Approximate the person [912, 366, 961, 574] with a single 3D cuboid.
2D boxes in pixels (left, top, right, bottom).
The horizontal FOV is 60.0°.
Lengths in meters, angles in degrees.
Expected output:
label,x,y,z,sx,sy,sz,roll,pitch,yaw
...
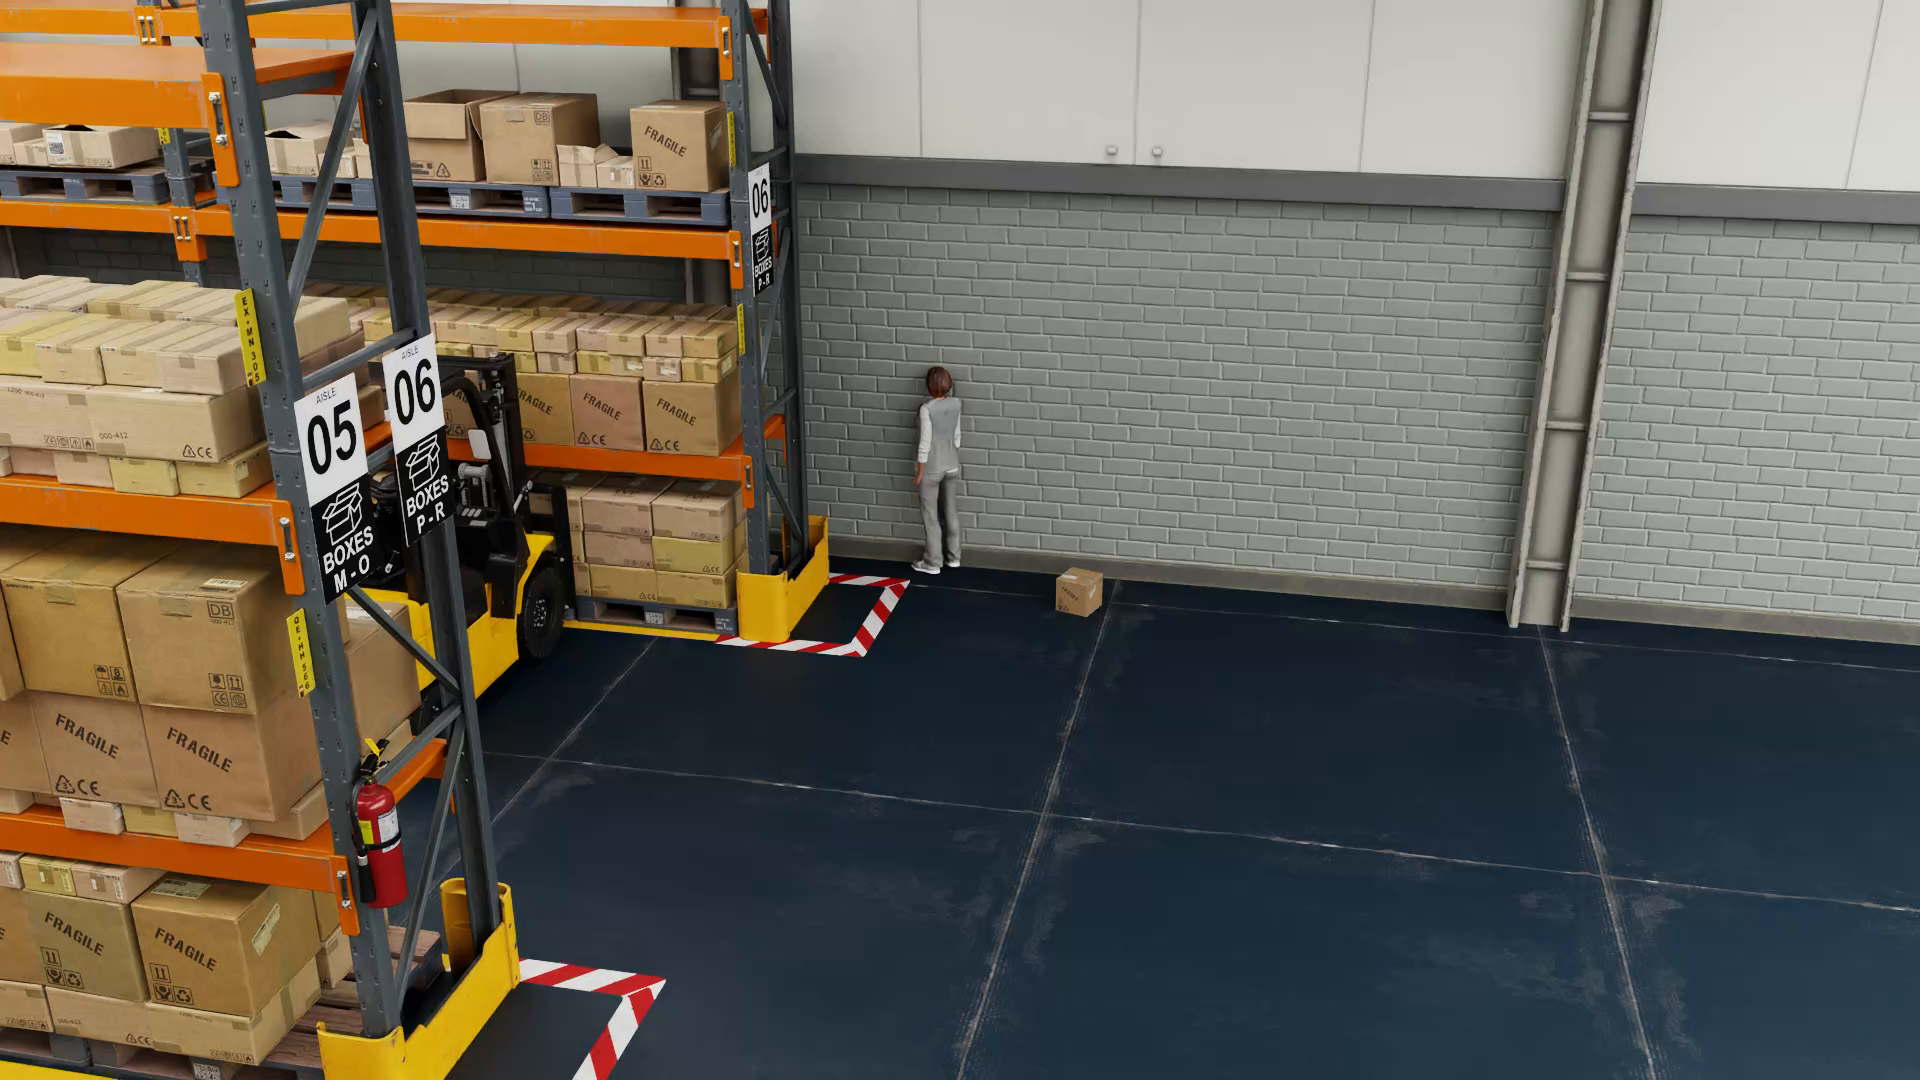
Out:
label,x,y,z,sx,sy,sz,roll,pitch,yaw
person,-0.173,-0.523,12.401,0.409,1.609,0.309,-17,28,-36
